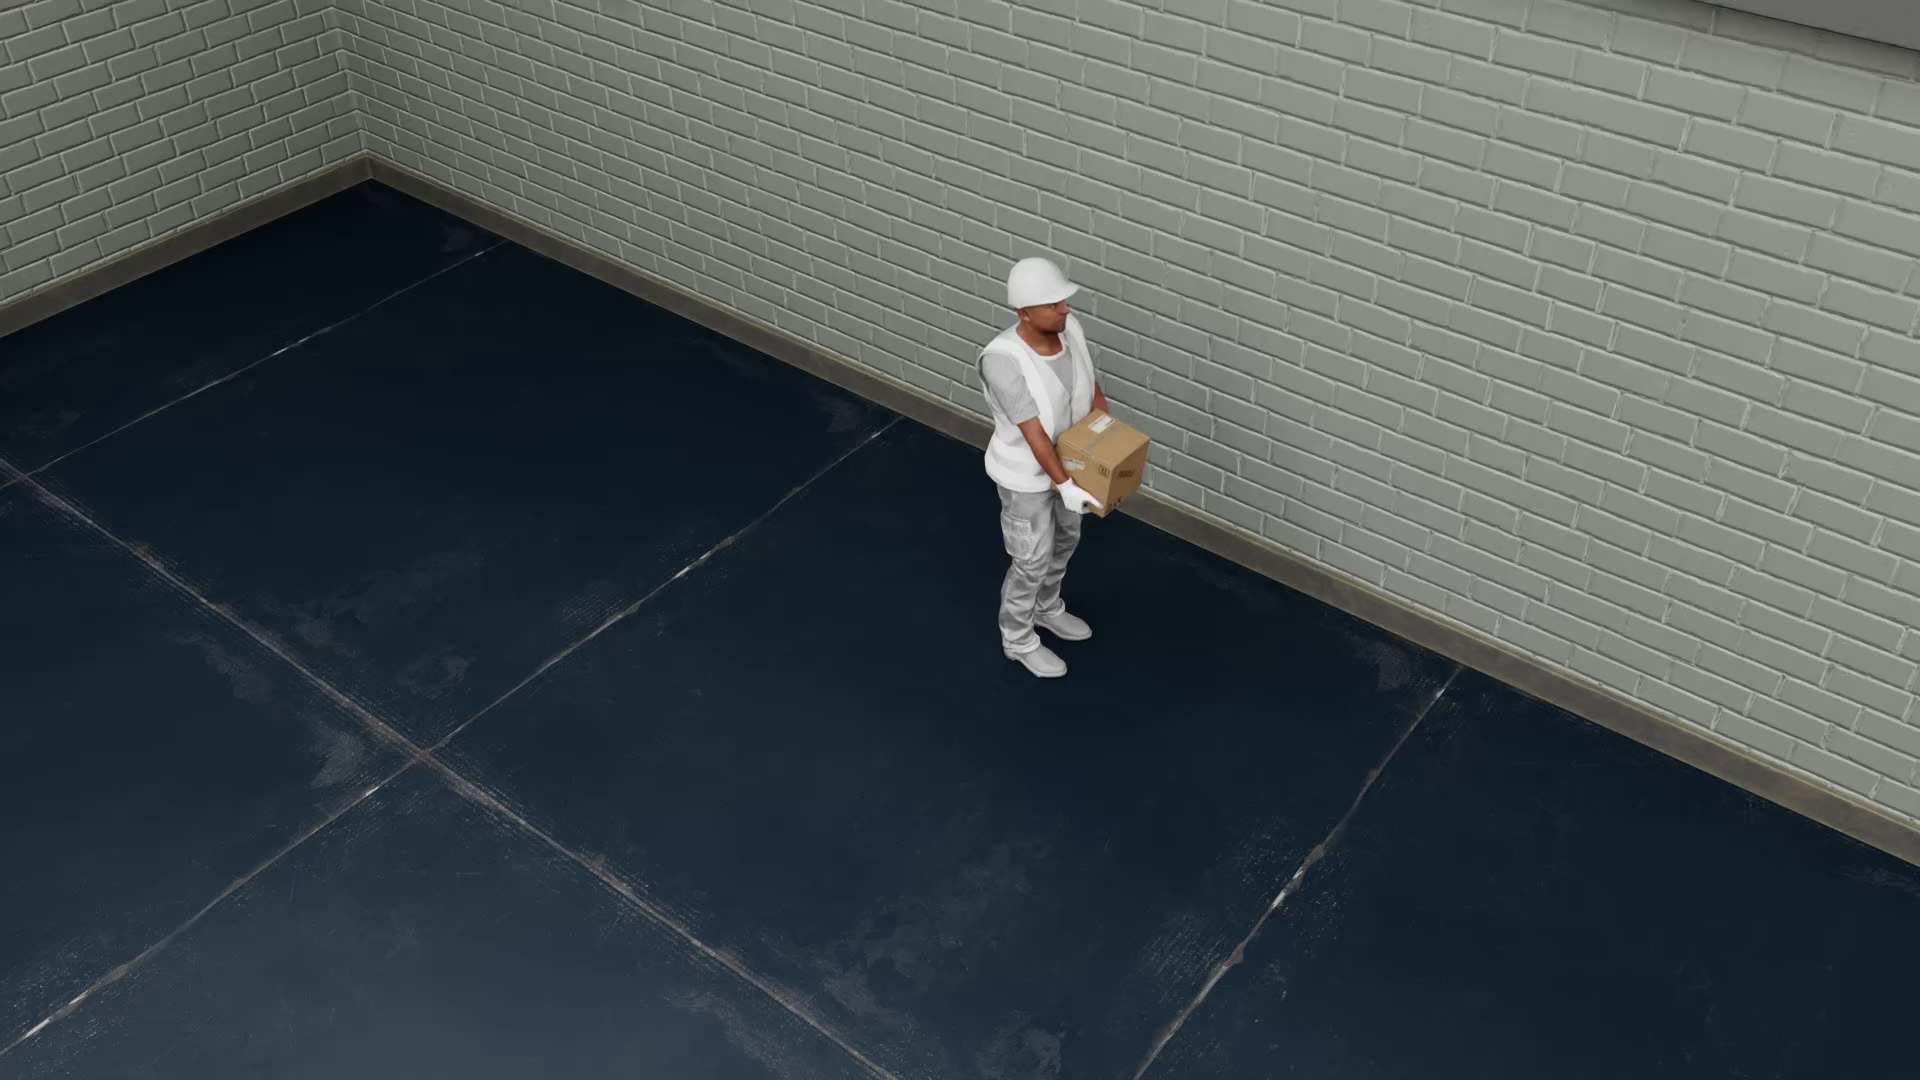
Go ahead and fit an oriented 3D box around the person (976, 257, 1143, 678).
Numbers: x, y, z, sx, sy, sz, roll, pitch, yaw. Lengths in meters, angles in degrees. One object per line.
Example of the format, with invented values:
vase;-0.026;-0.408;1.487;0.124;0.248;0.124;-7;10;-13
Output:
person;0.396;-0.245;6.449;0.583;1.778;0.488;27;46;29
